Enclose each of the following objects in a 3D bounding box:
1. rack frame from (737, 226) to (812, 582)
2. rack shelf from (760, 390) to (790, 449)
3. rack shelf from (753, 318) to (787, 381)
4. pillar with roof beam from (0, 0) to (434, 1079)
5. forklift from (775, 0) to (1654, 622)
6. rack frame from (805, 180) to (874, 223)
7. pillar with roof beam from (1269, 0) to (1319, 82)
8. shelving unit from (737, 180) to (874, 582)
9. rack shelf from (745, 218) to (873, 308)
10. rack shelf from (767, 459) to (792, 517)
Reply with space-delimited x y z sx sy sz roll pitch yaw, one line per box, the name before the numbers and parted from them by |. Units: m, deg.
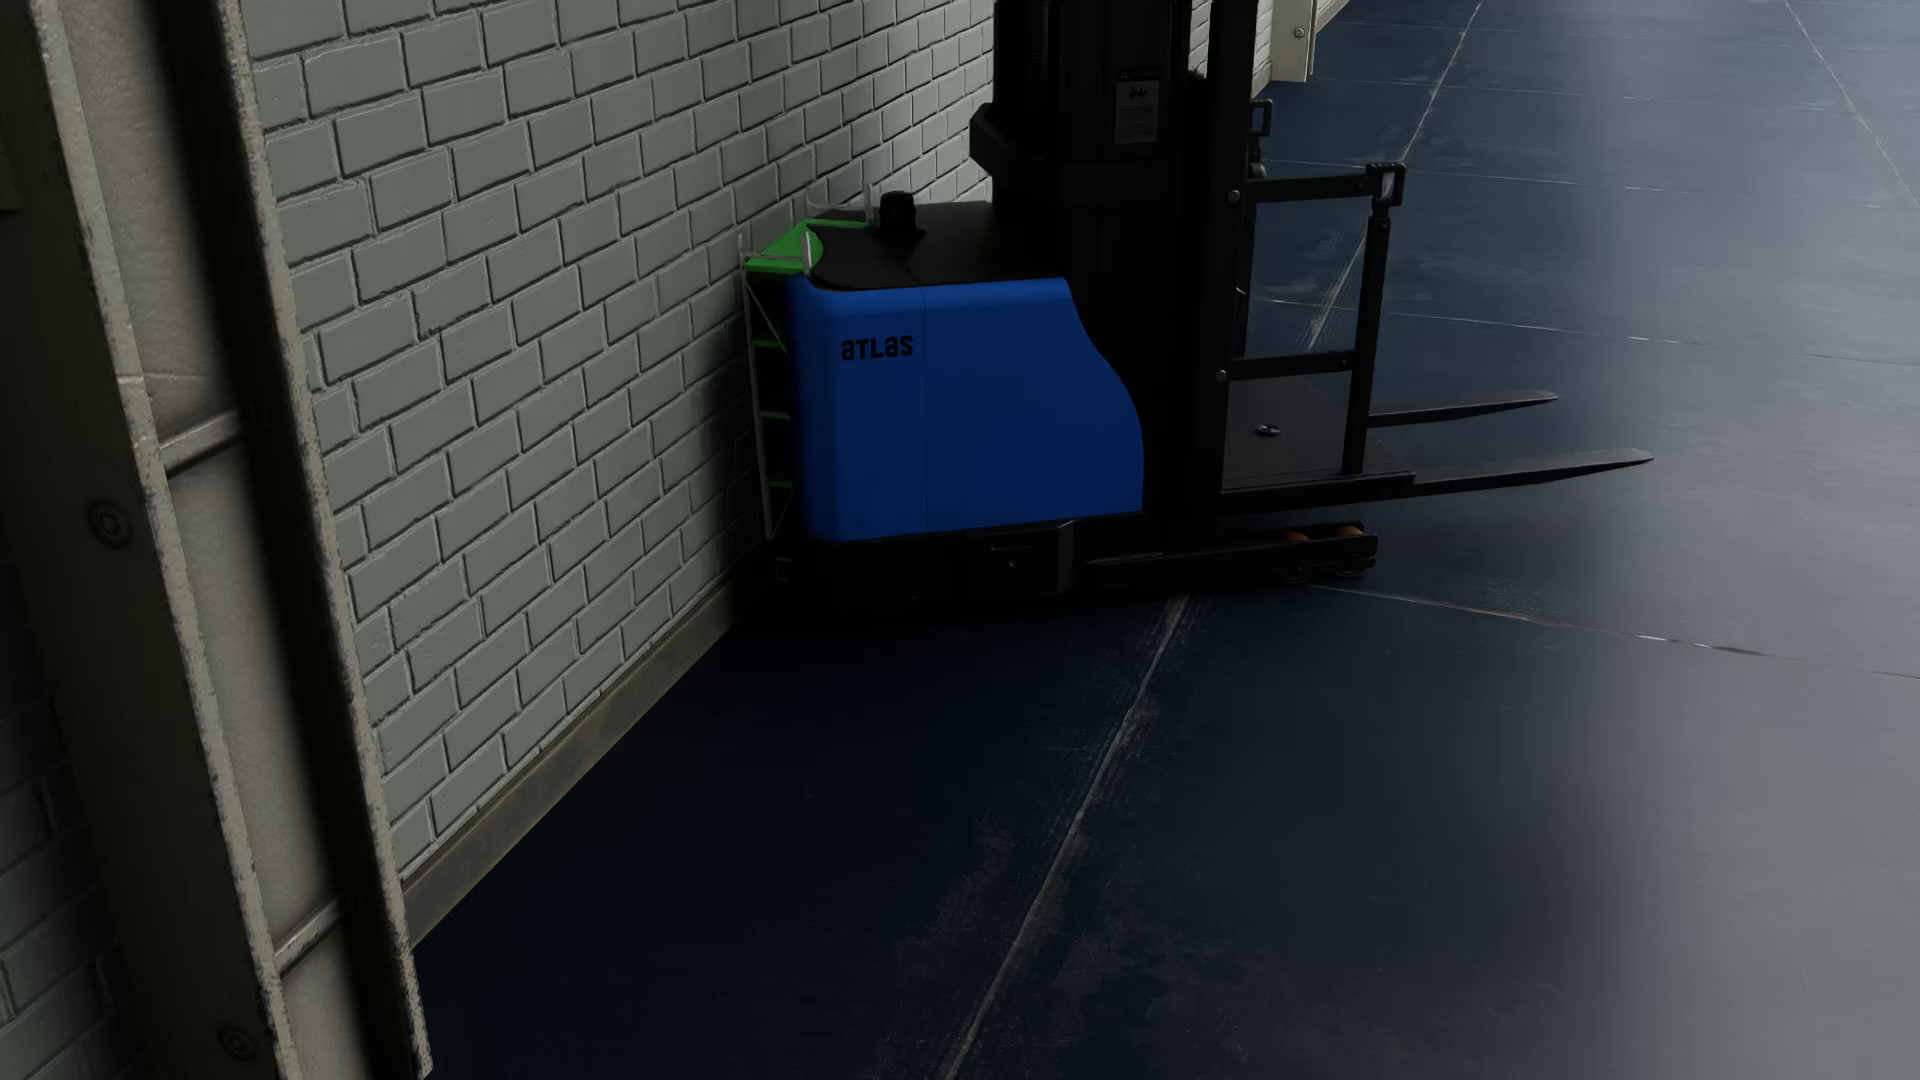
rack frame | -0.531 -0.383 5.156 0.240 1.200 0.015 7 30 18
rack shelf | -0.448 -0.440 5.387 0.258 0.148 0.480 7 30 18
rack shelf | -0.458 -0.650 5.272 0.258 0.148 0.480 7 30 18
pillar with roof beam | 2.751 -2.268 0.108 9.100 9.000 0.400 9 27 17
forklift | 0.890 -1.393 5.263 3.031 2.935 1.130 -6 26 -12
rack frame | -0.371 -0.609 5.557 0.240 1.200 0.015 7 30 18
pillar with roof beam | 6.744 -7.200 10.293 9.100 9.000 0.400 9 27 17
shelving unit | -0.451 -0.496 5.357 0.258 1.200 0.503 7 30 18
rack shelf | -0.468 -0.861 5.158 0.258 0.148 0.480 7 30 18
rack shelf | -0.439 -0.229 5.502 0.258 0.148 0.480 7 30 18
